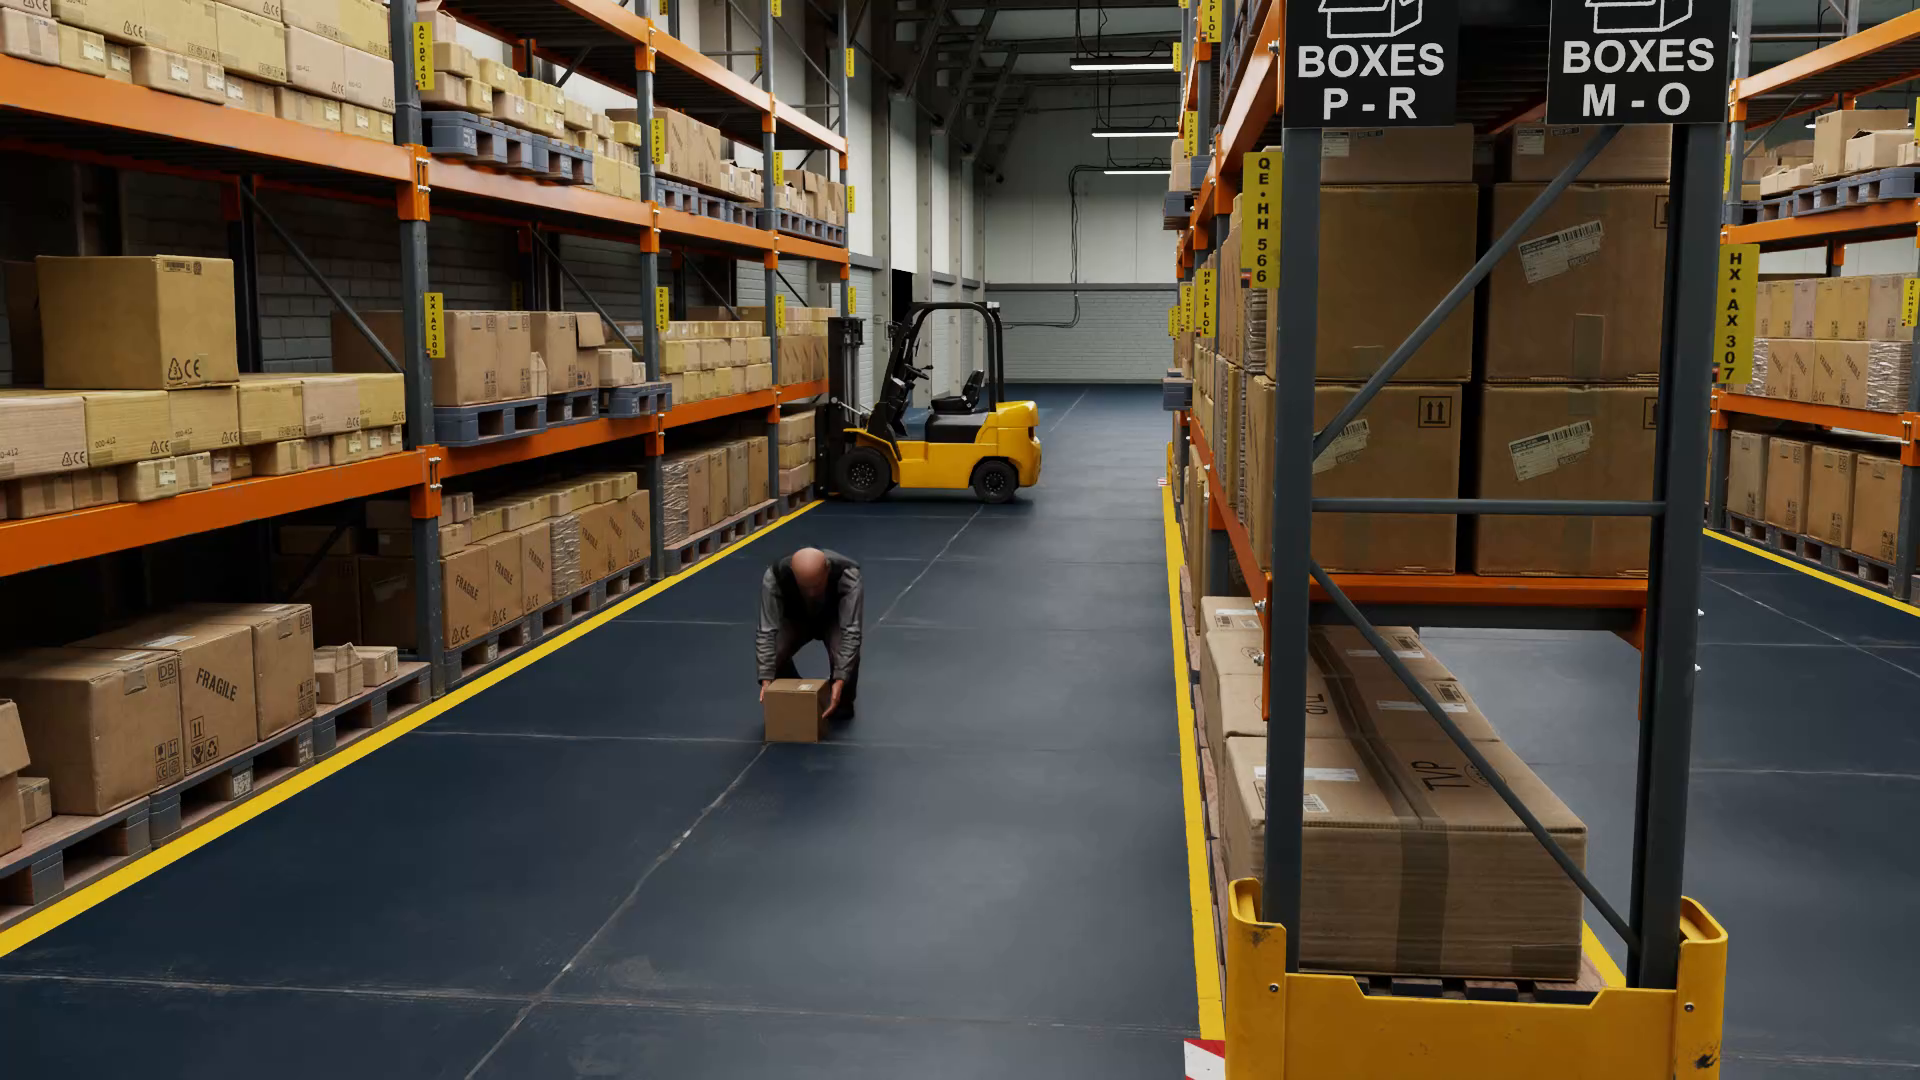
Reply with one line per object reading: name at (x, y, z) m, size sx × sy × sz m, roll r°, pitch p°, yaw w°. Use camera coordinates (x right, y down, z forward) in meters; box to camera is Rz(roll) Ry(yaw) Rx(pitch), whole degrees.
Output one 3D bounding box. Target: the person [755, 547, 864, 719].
person at (-0.718, 0.441, 8.185) m, size 0.539 × 0.906 × 0.857 m, roll 1°, pitch 8°, yaw 6°
